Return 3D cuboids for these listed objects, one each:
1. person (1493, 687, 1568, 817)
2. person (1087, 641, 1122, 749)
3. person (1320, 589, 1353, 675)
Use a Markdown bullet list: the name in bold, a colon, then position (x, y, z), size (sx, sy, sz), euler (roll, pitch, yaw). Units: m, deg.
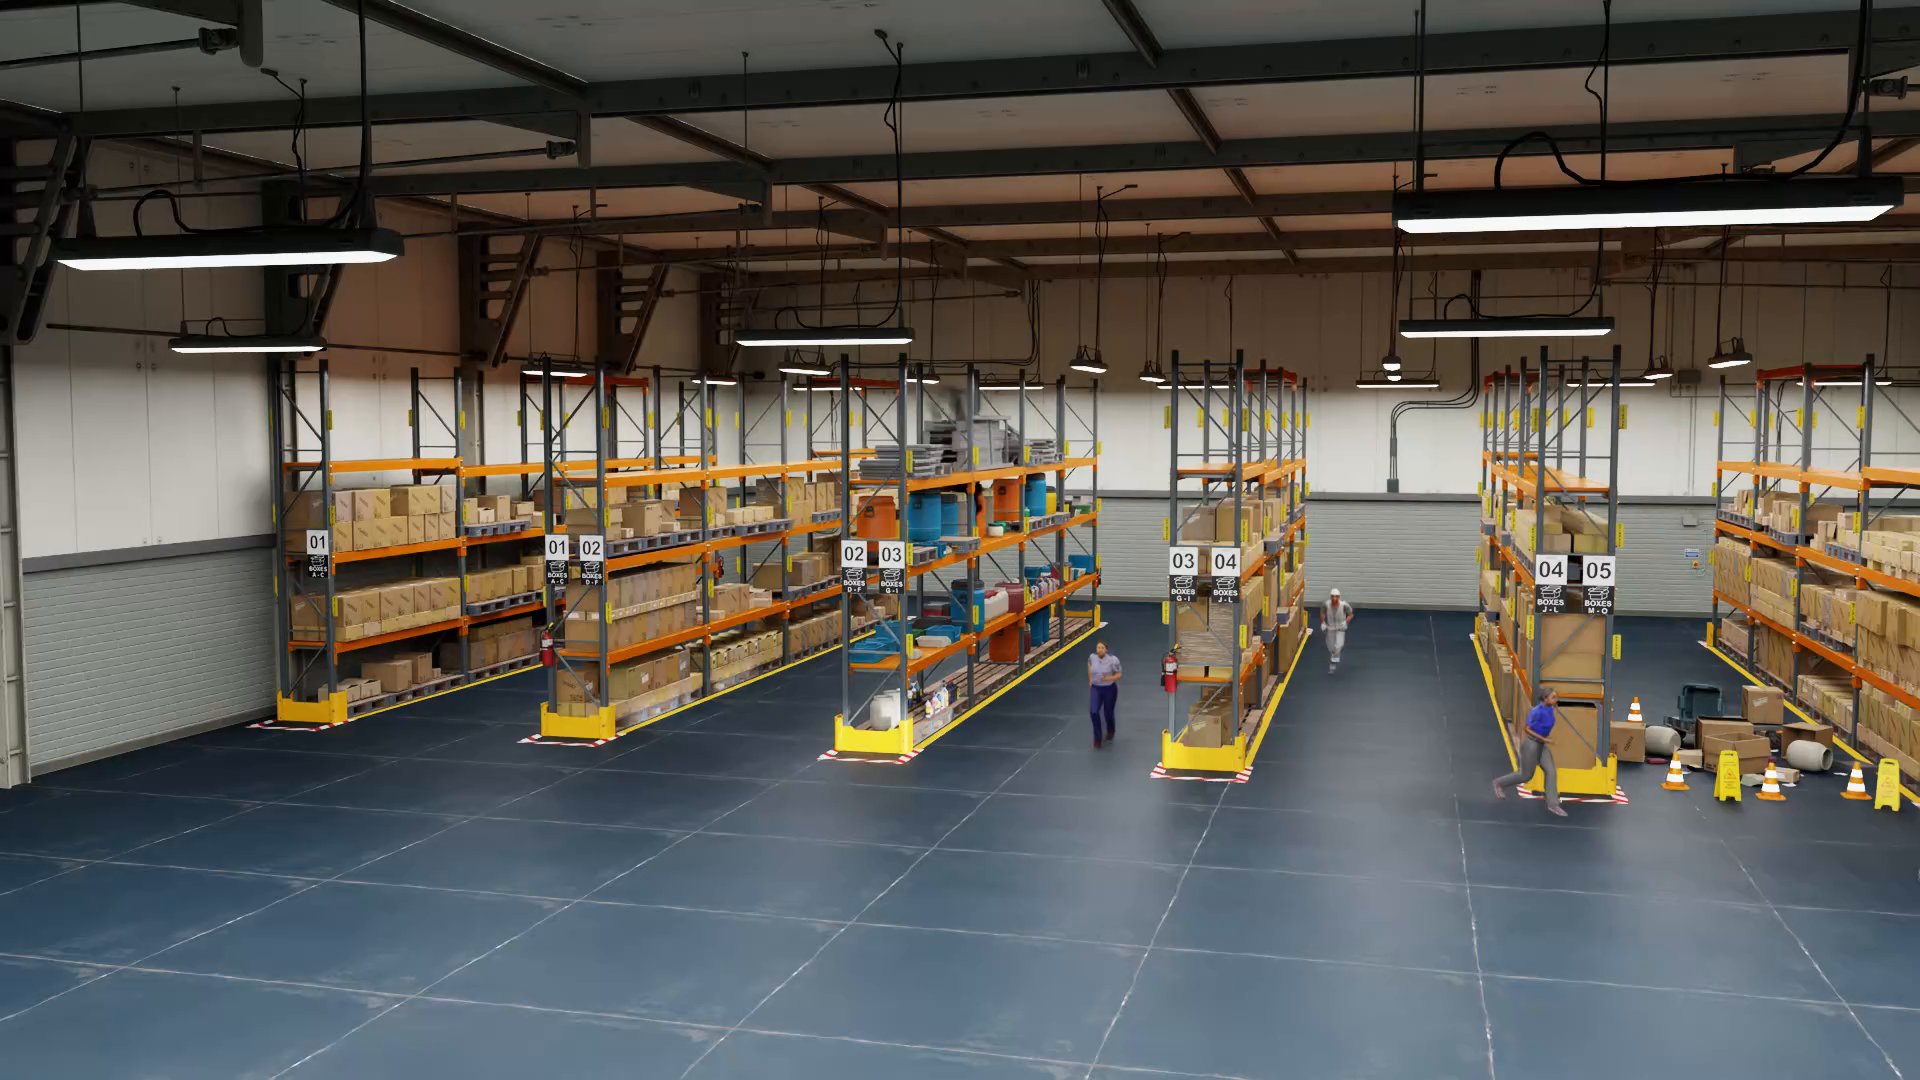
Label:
- **person**: position (7.339, 2.673, 21.292), size (1.013, 1.609, 0.612), euler (4, 6, 43)
- **person**: position (2.220, 2.383, 25.599), size (0.603, 1.717, 0.848), euler (1, 4, 18)
- **person**: position (7.459, 1.799, 32.945), size (0.655, 1.717, 0.849), euler (1, 4, 18)
